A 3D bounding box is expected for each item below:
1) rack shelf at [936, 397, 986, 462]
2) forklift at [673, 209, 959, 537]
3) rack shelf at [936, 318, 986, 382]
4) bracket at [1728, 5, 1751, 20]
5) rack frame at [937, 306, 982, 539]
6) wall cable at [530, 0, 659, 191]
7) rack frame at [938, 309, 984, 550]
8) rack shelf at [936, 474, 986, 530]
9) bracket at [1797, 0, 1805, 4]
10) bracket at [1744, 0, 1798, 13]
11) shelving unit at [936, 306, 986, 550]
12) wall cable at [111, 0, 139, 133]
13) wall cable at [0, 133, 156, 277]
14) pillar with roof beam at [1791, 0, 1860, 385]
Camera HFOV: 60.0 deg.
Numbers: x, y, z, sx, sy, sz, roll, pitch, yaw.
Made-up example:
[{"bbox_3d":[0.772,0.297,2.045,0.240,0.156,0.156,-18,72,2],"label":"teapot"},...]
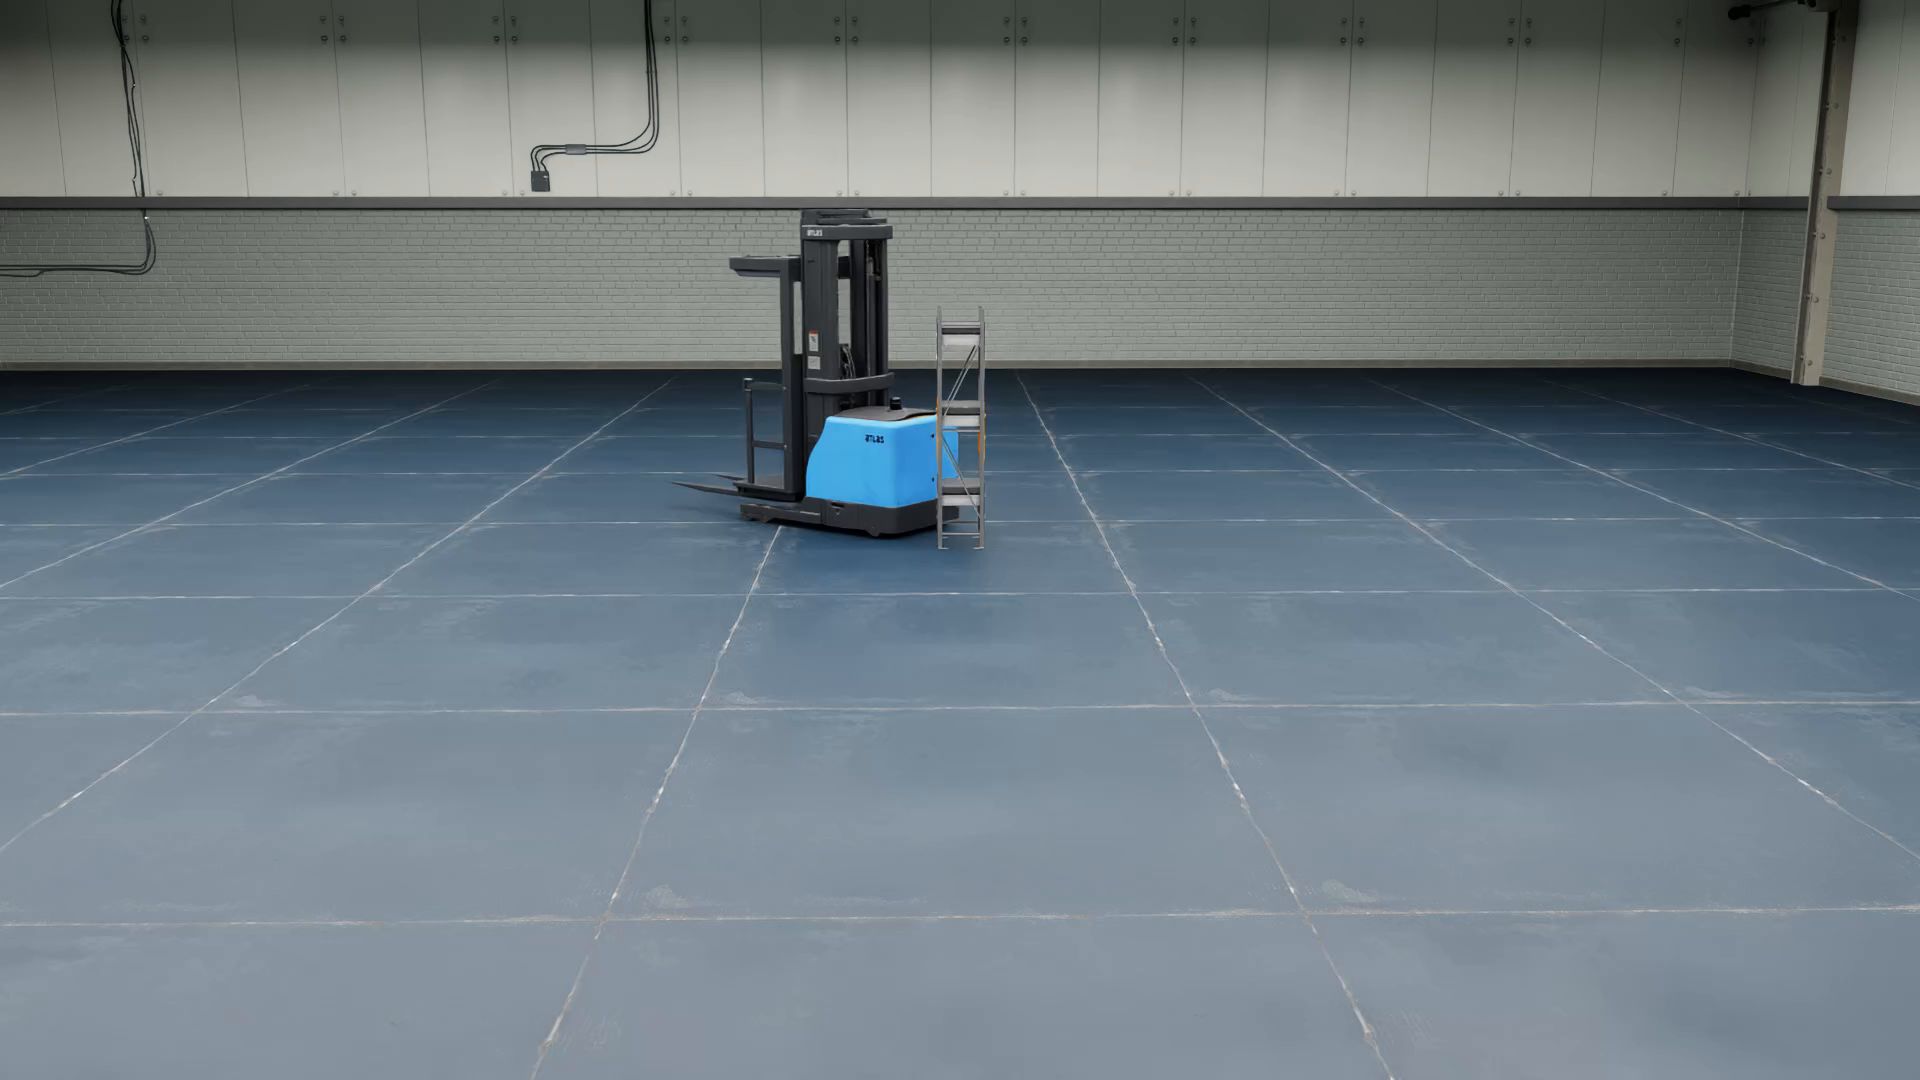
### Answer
[{"bbox_3d":[0.003,-0.983,14.691,0.431,0.518,0.480,0,11,-1],"label":"rack shelf"},{"bbox_3d":[-1.492,-1.675,15.943,3.031,2.935,1.130,8,14,36],"label":"forklift"},{"bbox_3d":[0.003,-1.669,14.552,0.431,0.518,0.480,0,11,-1],"label":"rack shelf"},{"bbox_3d":[13.817,-9.349,29.456,0.235,0.232,0.430,0,11,-1],"label":"bracket"},{"bbox_3d":[-0.002,-1.045,14.927,0.400,2.100,0.015,0,11,-1],"label":"rack frame"},{"bbox_3d":[-6.511,-9.197,29.206,2.305,6.003,0.169,0,11,-1],"label":"wall cable"},{"bbox_3d":[0.008,-0.948,14.449,0.400,2.100,0.015,0,11,-1],"label":"rack frame"},{"bbox_3d":[0.003,-0.297,14.830,0.431,0.518,0.480,0,11,-1],"label":"rack shelf"},{"bbox_3d":[13.866,-8.878,27.133,0.235,0.232,0.430,0,11,-1],"label":"bracket"},{"bbox_3d":[13.829,-9.232,28.877,0.076,0.066,3.189,0,11,-1],"label":"bracket"},{"bbox_3d":[0.003,-0.996,14.688,0.431,2.100,0.503,0,11,-1],"label":"shelving unit"},{"bbox_3d":[-13.298,-8.459,29.229,3.097,2.526,0.112,0,11,-1],"label":"wall cable"},{"bbox_3d":[-16.003,-5.973,29.676,3.097,2.526,0.112,0,11,-1],"label":"wall cable"},{"bbox_3d":[9.925,-7.015,27.005,9.100,9.000,0.548,0,11,-1],"label":"pillar with roof beam"}]
